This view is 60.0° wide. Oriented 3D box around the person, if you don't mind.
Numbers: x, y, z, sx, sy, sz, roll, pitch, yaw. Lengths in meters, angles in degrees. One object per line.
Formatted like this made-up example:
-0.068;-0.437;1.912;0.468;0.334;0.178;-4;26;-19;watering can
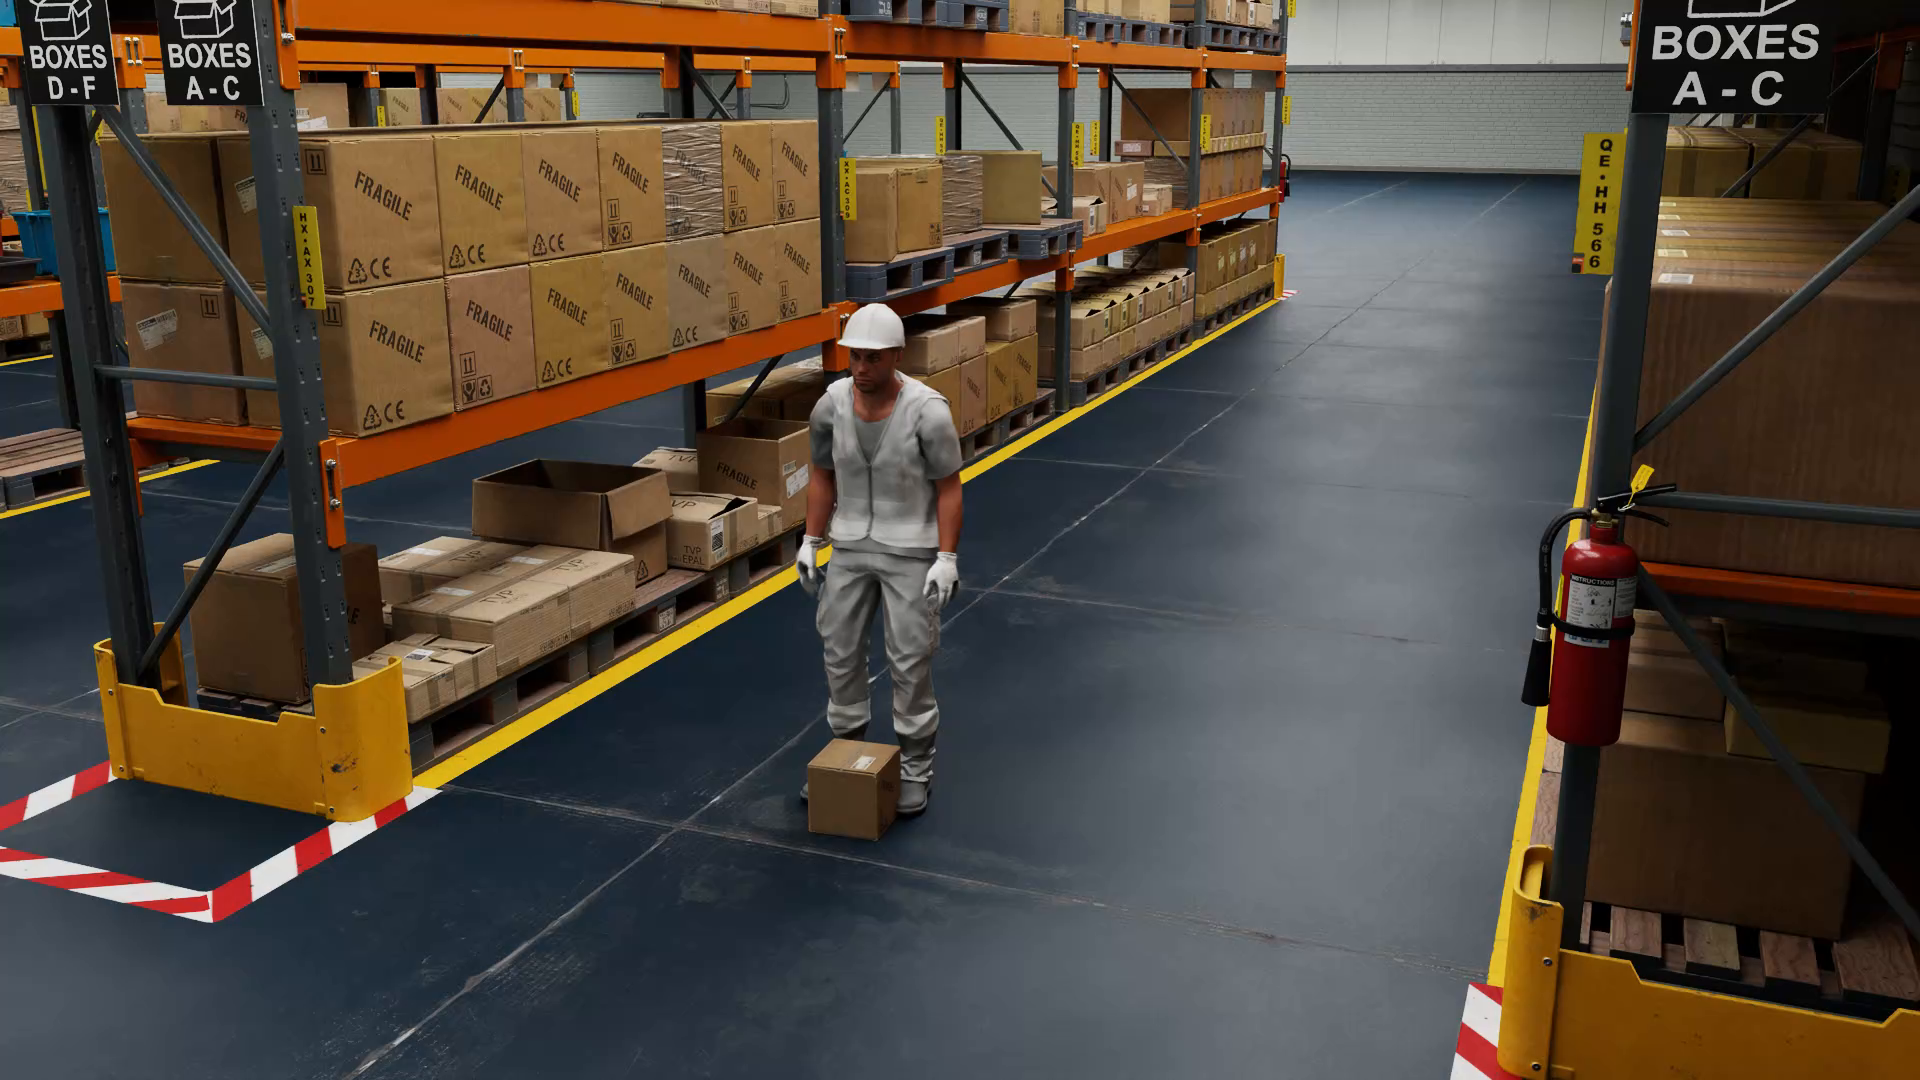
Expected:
-0.280;0.066;5.748;0.610;1.780;0.448;6;16;21;person
